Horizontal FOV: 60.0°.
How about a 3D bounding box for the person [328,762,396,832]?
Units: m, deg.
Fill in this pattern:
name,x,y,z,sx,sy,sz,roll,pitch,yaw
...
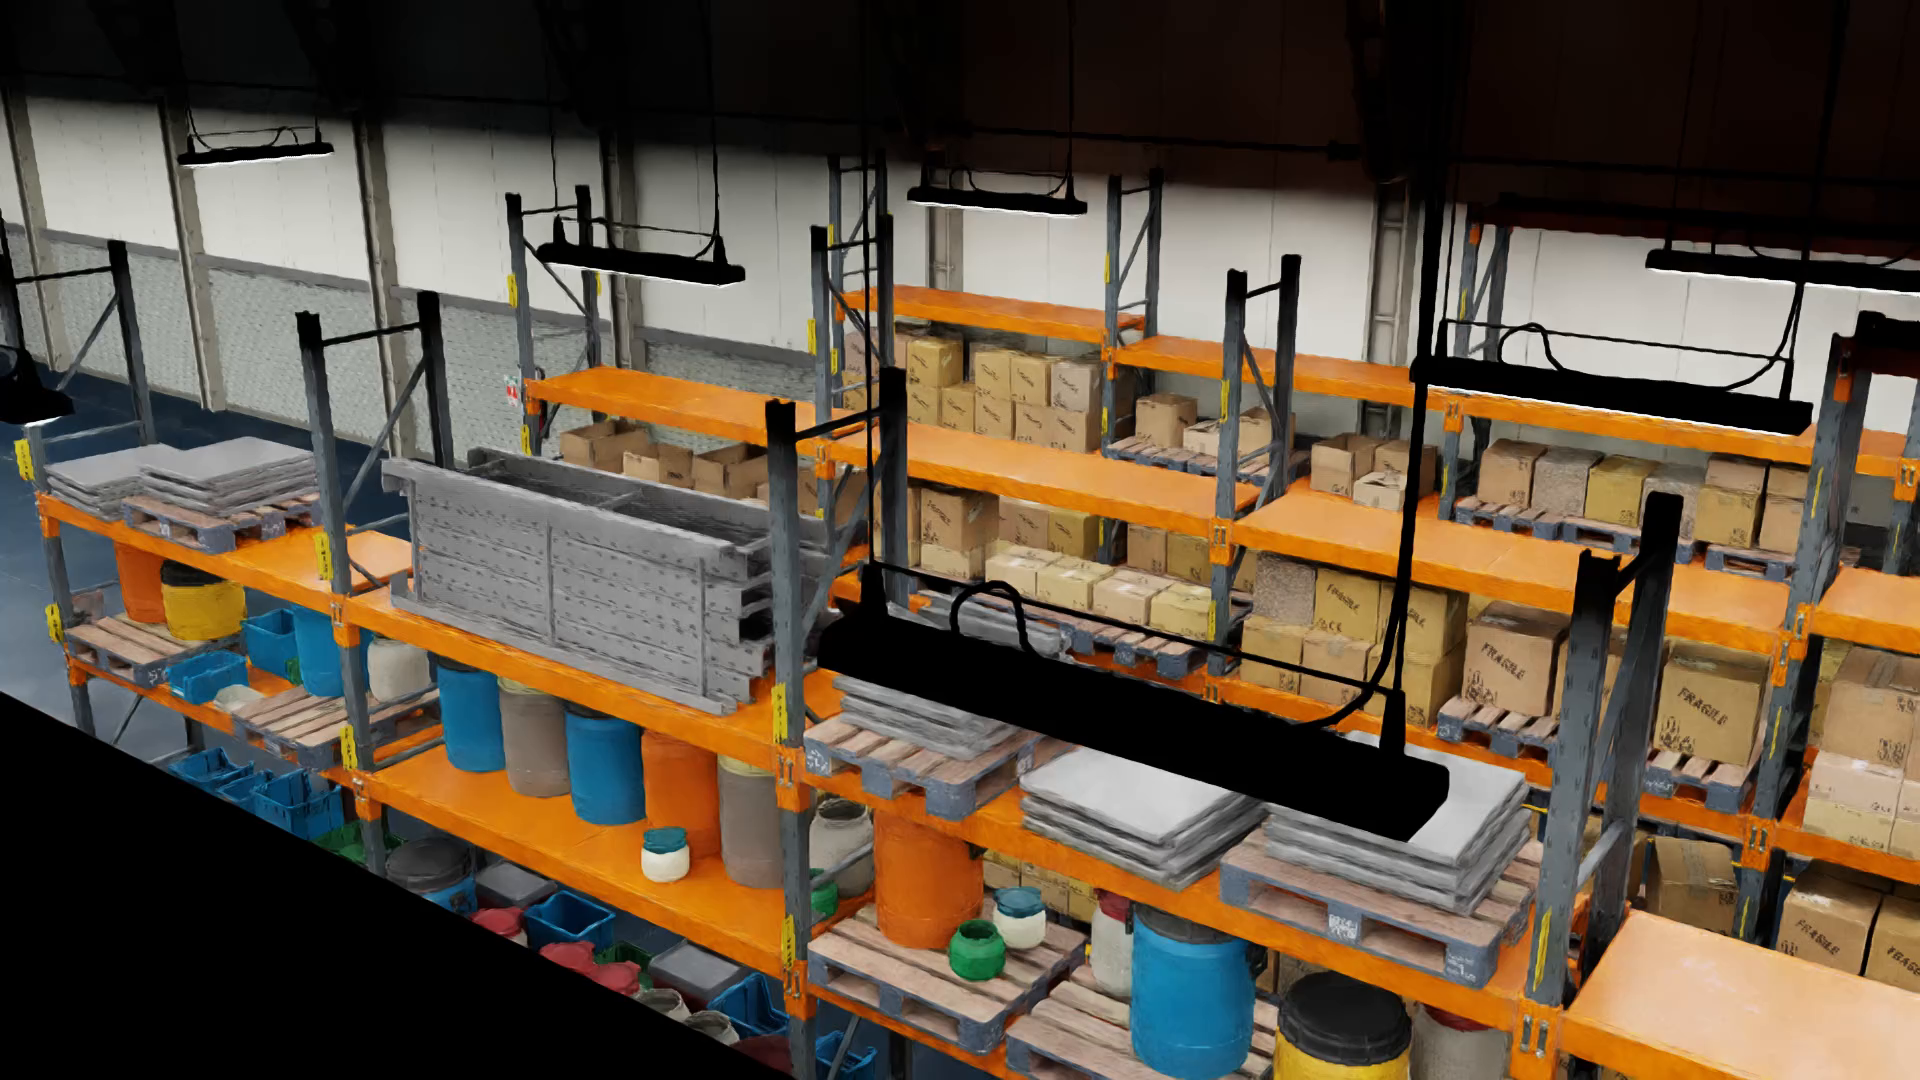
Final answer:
name,x,y,z,sx,sy,sz,roll,pitch,yaw
person,-5.531,2.322,15.477,0.634,1.722,1.045,-12,22,-32
